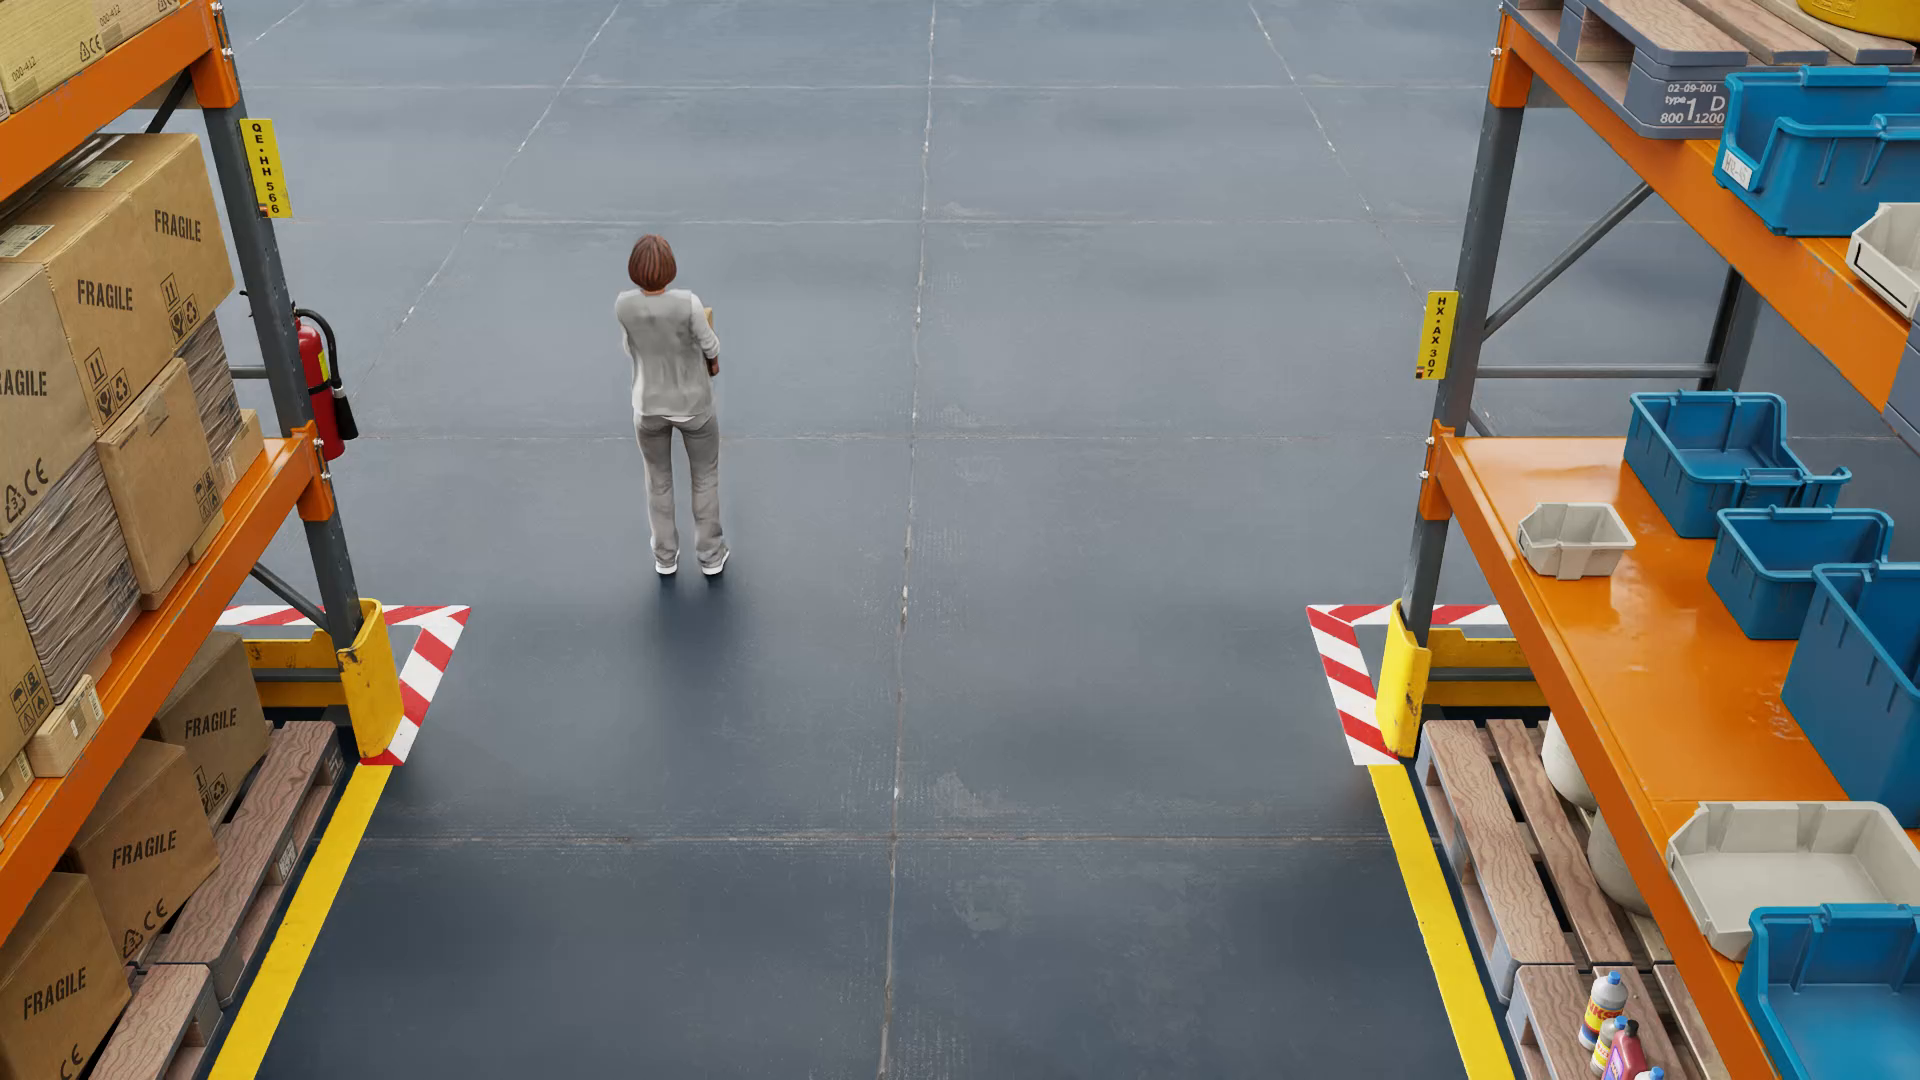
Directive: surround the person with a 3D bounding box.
[{"bbox_3d":[-1.228,-0.566,7.051,0.482,1.594,0.341,-1,32,-2],"label":"person"}]
